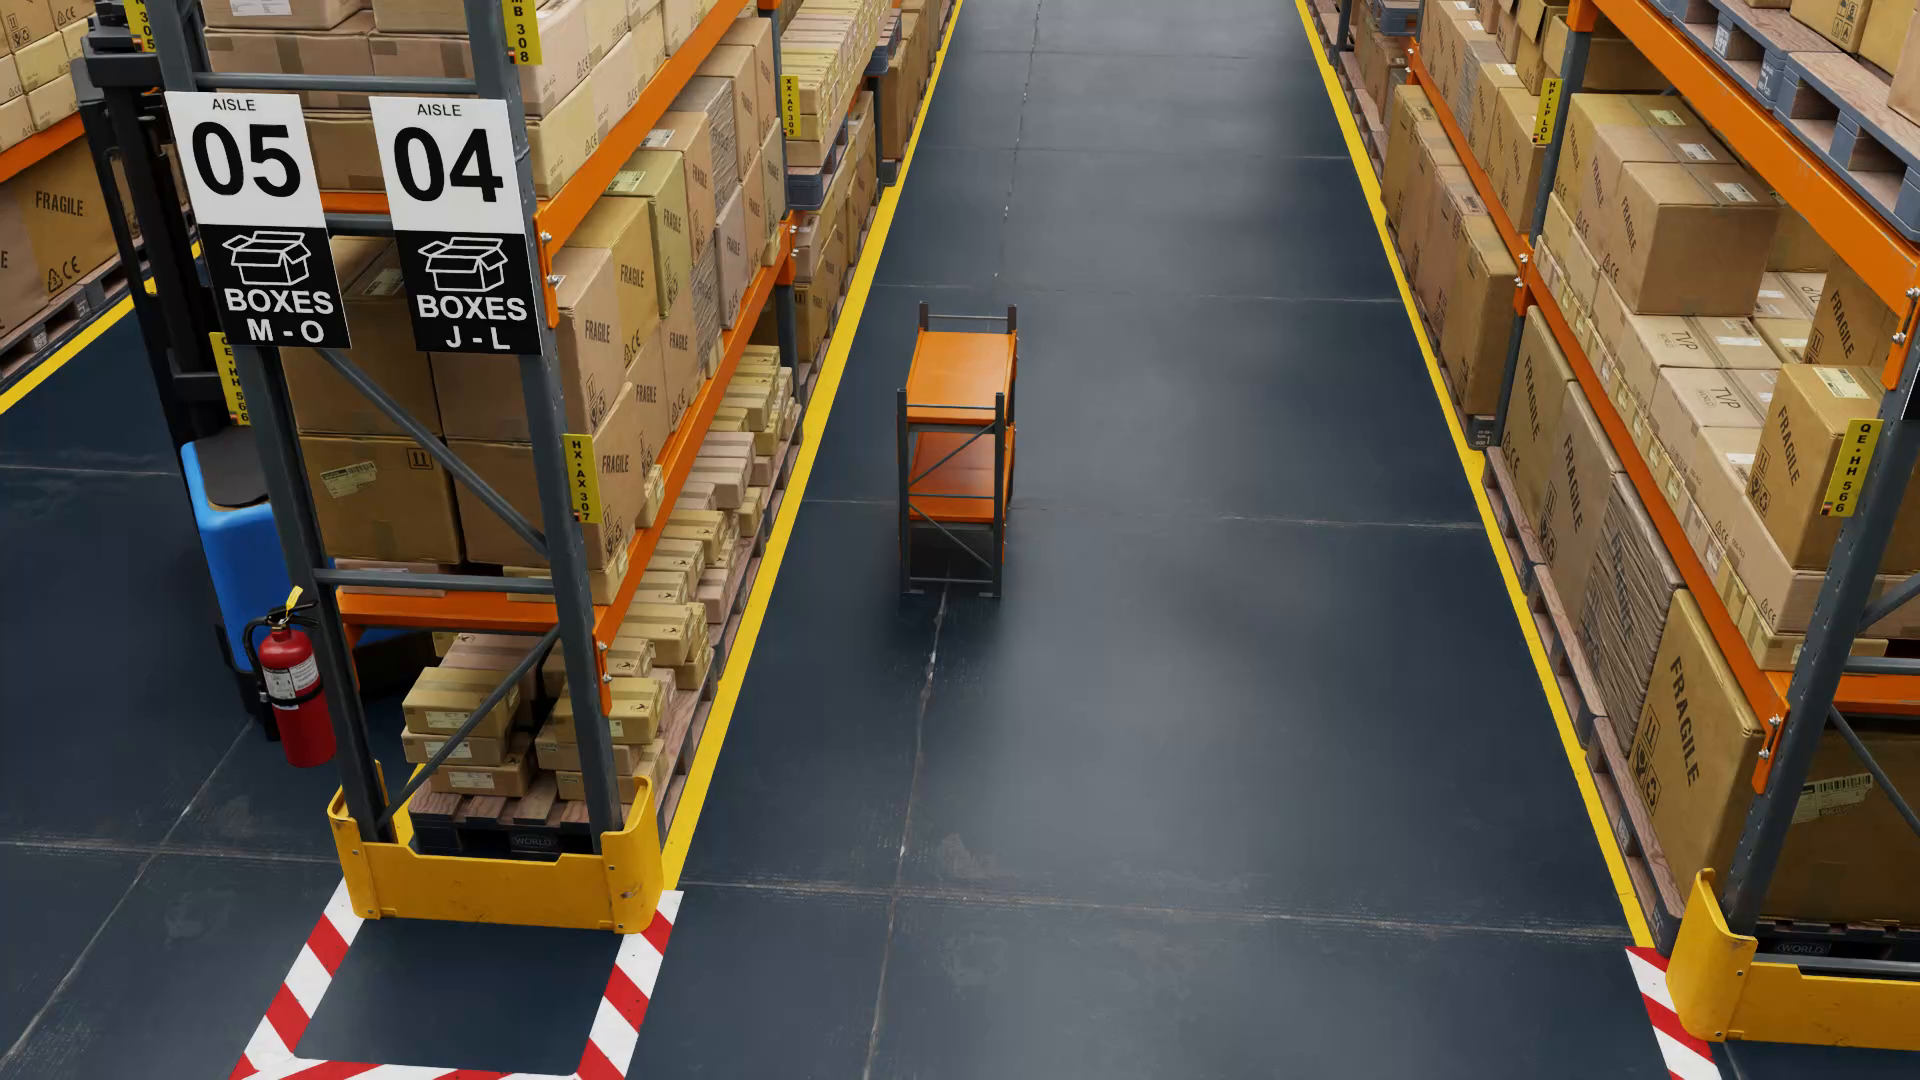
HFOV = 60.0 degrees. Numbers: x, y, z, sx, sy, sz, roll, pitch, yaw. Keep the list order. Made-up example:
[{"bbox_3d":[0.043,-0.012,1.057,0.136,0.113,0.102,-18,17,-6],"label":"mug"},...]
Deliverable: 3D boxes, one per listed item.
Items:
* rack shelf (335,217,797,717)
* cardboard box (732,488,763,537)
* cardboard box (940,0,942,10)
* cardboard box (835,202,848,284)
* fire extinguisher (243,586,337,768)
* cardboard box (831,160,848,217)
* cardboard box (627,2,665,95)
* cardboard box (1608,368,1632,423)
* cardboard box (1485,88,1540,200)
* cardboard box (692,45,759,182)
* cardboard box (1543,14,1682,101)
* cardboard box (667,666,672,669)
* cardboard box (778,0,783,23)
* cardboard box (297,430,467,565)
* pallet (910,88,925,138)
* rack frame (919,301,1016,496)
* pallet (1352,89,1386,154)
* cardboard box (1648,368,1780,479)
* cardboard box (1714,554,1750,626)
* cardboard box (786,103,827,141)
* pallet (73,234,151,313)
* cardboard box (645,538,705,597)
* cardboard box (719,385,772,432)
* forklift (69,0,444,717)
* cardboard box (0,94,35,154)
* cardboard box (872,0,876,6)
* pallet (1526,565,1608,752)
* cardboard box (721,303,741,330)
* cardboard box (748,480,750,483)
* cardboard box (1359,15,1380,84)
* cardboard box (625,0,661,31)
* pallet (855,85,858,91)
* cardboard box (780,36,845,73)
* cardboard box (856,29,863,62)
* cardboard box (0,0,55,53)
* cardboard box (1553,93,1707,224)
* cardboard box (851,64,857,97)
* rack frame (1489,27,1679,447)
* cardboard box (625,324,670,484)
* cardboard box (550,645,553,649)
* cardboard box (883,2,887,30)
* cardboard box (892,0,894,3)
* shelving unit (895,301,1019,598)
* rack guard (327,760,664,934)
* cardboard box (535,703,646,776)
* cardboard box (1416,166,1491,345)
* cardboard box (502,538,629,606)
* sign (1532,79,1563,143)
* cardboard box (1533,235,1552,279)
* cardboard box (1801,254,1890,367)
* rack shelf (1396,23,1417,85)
[{"bbox_3d":[-1.601,-0.591,7.535,1.077,0.370,4.000,2,32,4],"label":"rack shelf"},{"bbox_3d":[-1.215,-0.147,8.446,0.380,0.149,0.250,2,32,4],"label":"cardboard box"},{"bbox_3d":[-0.666,-5.726,16.807,0.875,0.875,0.875,3,32,5],"label":"cardboard box"},{"bbox_3d":[-1.043,-1.984,11.092,0.500,0.500,0.500,3,32,5],"label":"cardboard box"},{"bbox_3d":[-2.244,0.453,5.586,0.296,0.674,0.183,2,32,4],"label":"fire extinguisher"},{"bbox_3d":[-1.028,-2.297,10.885,0.500,0.250,0.500,4,32,6],"label":"cardboard box"},{"bbox_3d":[-1.396,-1.833,6.149,0.500,0.250,0.500,1,32,2],"label":"cardboard box"},{"bbox_3d":[3.016,-0.615,7.129,0.380,0.149,0.250,2,32,3],"label":"cardboard box"},{"bbox_3d":[3.310,-2.235,9.422,0.500,0.500,0.500,3,32,6],"label":"cardboard box"},{"bbox_3d":[-1.244,-2.010,7.820,0.500,0.500,0.500,1,32,2],"label":"cardboard box"},{"bbox_3d":[3.541,-2.482,8.867,0.797,0.503,0.637,2,32,3],"label":"cardboard box"},{"bbox_3d":[-1.449,0.653,7.148,0.380,0.149,0.250,3,32,5],"label":"cardboard box"},{"bbox_3d":[-1.411,-3.575,11.248,0.380,0.149,0.250,3,32,4],"label":"cardboard box"},{"bbox_3d":[-1.984,-0.266,5.944,0.500,0.500,0.500,3,32,5],"label":"cardboard box"},{"bbox_3d":[-0.871,-3.892,14.865,1.003,0.211,1.213,2,32,4],"label":"pallet"},{"bbox_3d":[0.041,-0.741,8.880,0.500,1.125,0.032,2,32,4],"label":"rack frame"},{"bbox_3d":[3.990,-3.627,14.434,1.003,0.211,1.213,2,32,4],"label":"pallet"},{"bbox_3d":[3.029,-0.445,6.473,0.500,0.250,0.500,1,32,2],"label":"cardboard box"},{"bbox_3d":[2.892,0.184,5.831,0.380,0.149,0.250,3,32,4],"label":"cardboard box"},{"bbox_3d":[-0.948,-2.327,9.223,0.380,0.149,0.250,3,32,5],"label":"cardboard box"},{"bbox_3d":[-6.296,-1.960,11.730,1.003,0.211,1.213,2,32,4],"label":"pallet"},{"bbox_3d":[-1.362,0.118,7.450,0.380,0.149,0.250,4,32,6],"label":"cardboard box"},{"bbox_3d":[-1.202,-0.698,8.774,0.380,0.149,0.250,2,32,4],"label":"cardboard box"},{"bbox_3d":[-3.346,-1.217,7.932,1.130,2.935,3.031,-15,35,-23],"label":"forklift"},{"bbox_3d":[-6.041,-2.527,10.134,0.500,0.250,0.500,2,32,3],"label":"cardboard box"},{"bbox_3d":[-0.758,-3.675,11.127,0.380,0.149,0.250,3,32,5],"label":"cardboard box"},{"bbox_3d":[3.260,0.543,7.667,1.003,0.211,1.213,2,32,4],"label":"pallet"},{"bbox_3d":[-1.260,-1.123,7.952,0.380,0.149,0.250,1,32,2],"label":"cardboard box"},{"bbox_3d":[-1.280,-0.312,8.431,0.380,0.149,0.250,3,32,5],"label":"cardboard box"},{"bbox_3d":[4.019,-4.415,15.019,0.700,0.500,0.500,2,32,4],"label":"cardboard box"},{"bbox_3d":[-1.375,-2.032,5.996,0.500,0.250,0.500,3,32,5],"label":"cardboard box"},{"bbox_3d":[-1.233,-2.916,10.805,1.003,0.211,1.213,2,32,4],"label":"pallet"},{"bbox_3d":[-0.885,-2.864,9.811,0.380,0.149,0.250,2,32,3],"label":"cardboard box"},{"bbox_3d":[-0.823,-3.145,10.550,0.380,0.149,0.250,2,32,3],"label":"cardboard box"},{"bbox_3d":[-6.001,-3.317,10.224,0.500,0.500,0.500,2,32,3],"label":"cardboard box"},{"bbox_3d":[3.203,-1.820,7.989,0.500,0.500,0.500,2,32,4],"label":"cardboard box"},{"bbox_3d":[-0.847,-2.884,10.410,0.380,0.149,0.250,2,32,3],"label":"cardboard box"},{"bbox_3d":[3.497,-1.678,8.614,1.000,3.000,0.127,2,32,4],"label":"rack frame"},{"bbox_3d":[-1.434,-0.524,6.363,0.500,0.500,0.500,3,32,4],"label":"cardboard box"},{"bbox_3d":[-1.965,0.497,7.118,0.380,0.149,0.250,1,32,2],"label":"cardboard box"},{"bbox_3d":[-0.717,-3.699,11.732,0.380,0.149,0.250,2,32,4],"label":"cardboard box"},{"bbox_3d":[-0.768,-4.566,13.205,0.500,0.500,0.500,2,32,4],"label":"cardboard box"},{"bbox_3d":[-0.001,-0.475,8.449,0.538,1.125,1.048,2,32,4],"label":"shelving unit"},{"bbox_3d":[-1.758,1.173,6.369,1.175,0.500,0.348,2,32,4],"label":"rack guard"},{"bbox_3d":[-1.465,0.794,6.636,0.380,0.149,0.250,4,32,6],"label":"cardboard box"},{"bbox_3d":[3.601,-1.755,10.364,1.225,0.875,0.875,1,32,2],"label":"cardboard box"},{"bbox_3d":[-1.411,0.101,5.967,0.380,0.149,0.250,2,32,4],"label":"cardboard box"},{"bbox_3d":[2.955,-2.155,8.360,0.100,0.325,0.005,2,32,4],"label":"sign"},{"bbox_3d":[3.141,-1.430,8.452,0.380,0.149,0.250,3,32,4],"label":"cardboard box"},{"bbox_3d":[3.556,-0.740,6.237,0.500,0.500,0.500,2,32,3],"label":"cardboard box"},{"bbox_3d":[3.985,-4.509,13.893,1.077,0.370,4.000,2,32,4],"label":"rack shelf"}]
